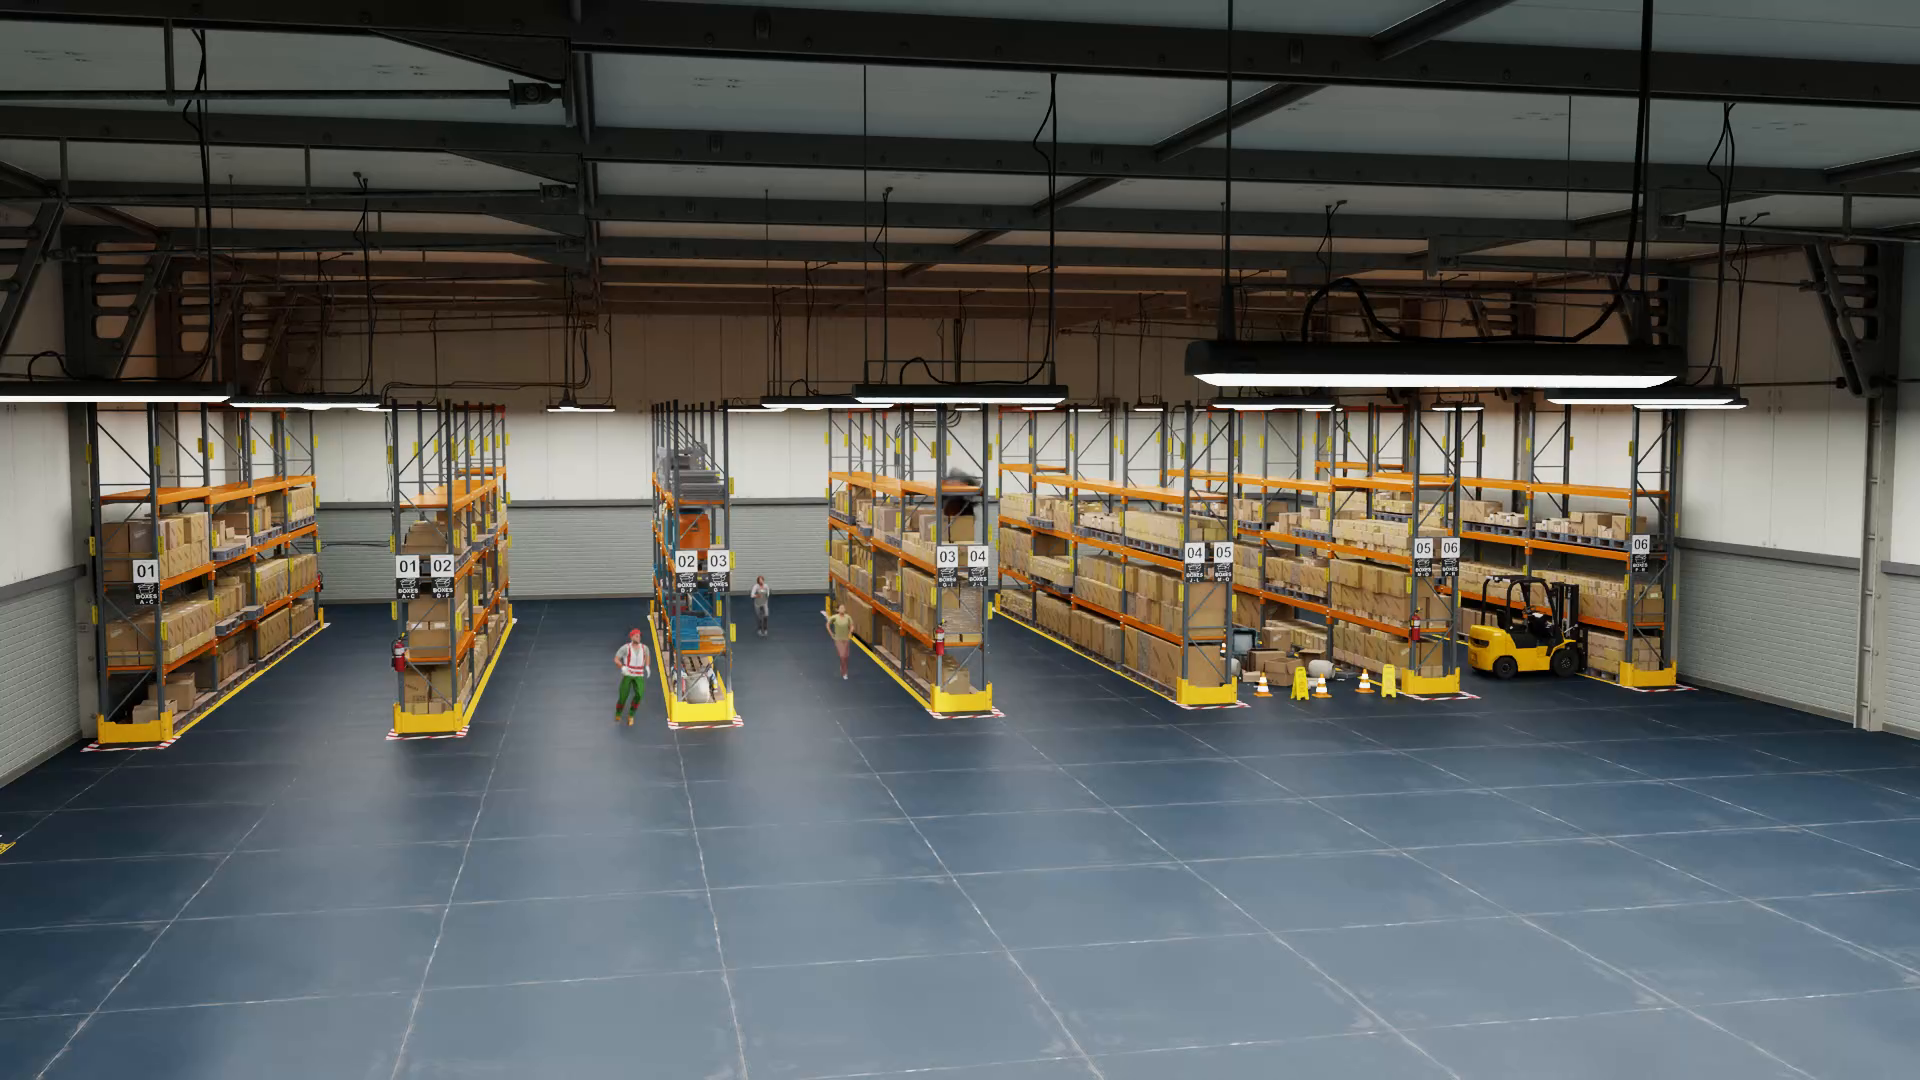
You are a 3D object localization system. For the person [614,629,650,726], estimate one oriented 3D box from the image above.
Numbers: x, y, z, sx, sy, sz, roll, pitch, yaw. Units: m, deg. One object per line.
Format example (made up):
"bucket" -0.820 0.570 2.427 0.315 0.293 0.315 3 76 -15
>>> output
"person" -6.043 2.532 30.782 0.719 1.781 0.675 -2 5 -26

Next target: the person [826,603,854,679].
"person" -2.594 2.179 36.180 0.609 1.638 0.783 -2 5 -20

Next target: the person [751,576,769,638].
"person" -5.134 1.716 42.798 0.521 1.584 0.717 -1 5 -17
